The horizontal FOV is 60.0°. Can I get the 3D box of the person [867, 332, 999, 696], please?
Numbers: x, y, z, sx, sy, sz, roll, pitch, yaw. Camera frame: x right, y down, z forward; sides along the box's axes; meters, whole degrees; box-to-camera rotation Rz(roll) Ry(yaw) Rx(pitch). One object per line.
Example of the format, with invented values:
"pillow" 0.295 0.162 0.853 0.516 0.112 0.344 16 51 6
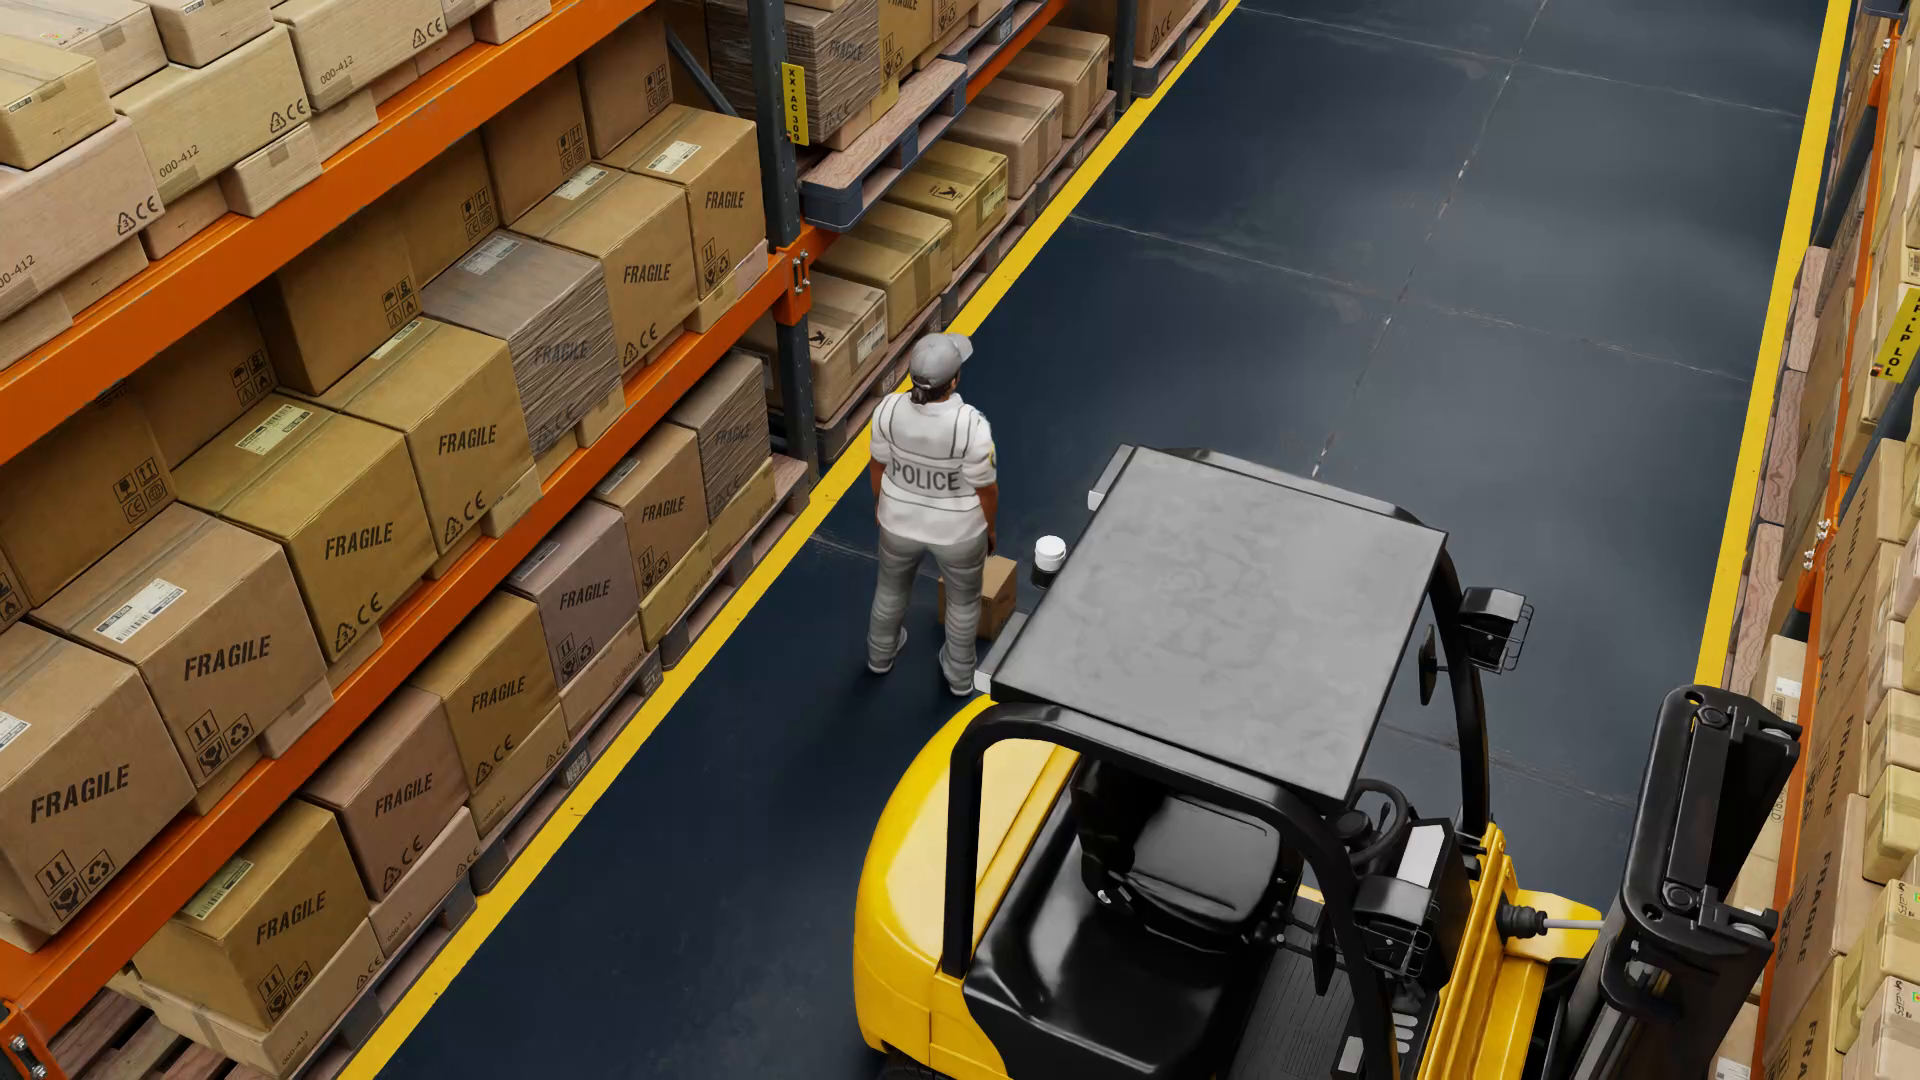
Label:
"person" -0.114 -0.085 6.233 0.550 1.674 0.392 11 43 12
